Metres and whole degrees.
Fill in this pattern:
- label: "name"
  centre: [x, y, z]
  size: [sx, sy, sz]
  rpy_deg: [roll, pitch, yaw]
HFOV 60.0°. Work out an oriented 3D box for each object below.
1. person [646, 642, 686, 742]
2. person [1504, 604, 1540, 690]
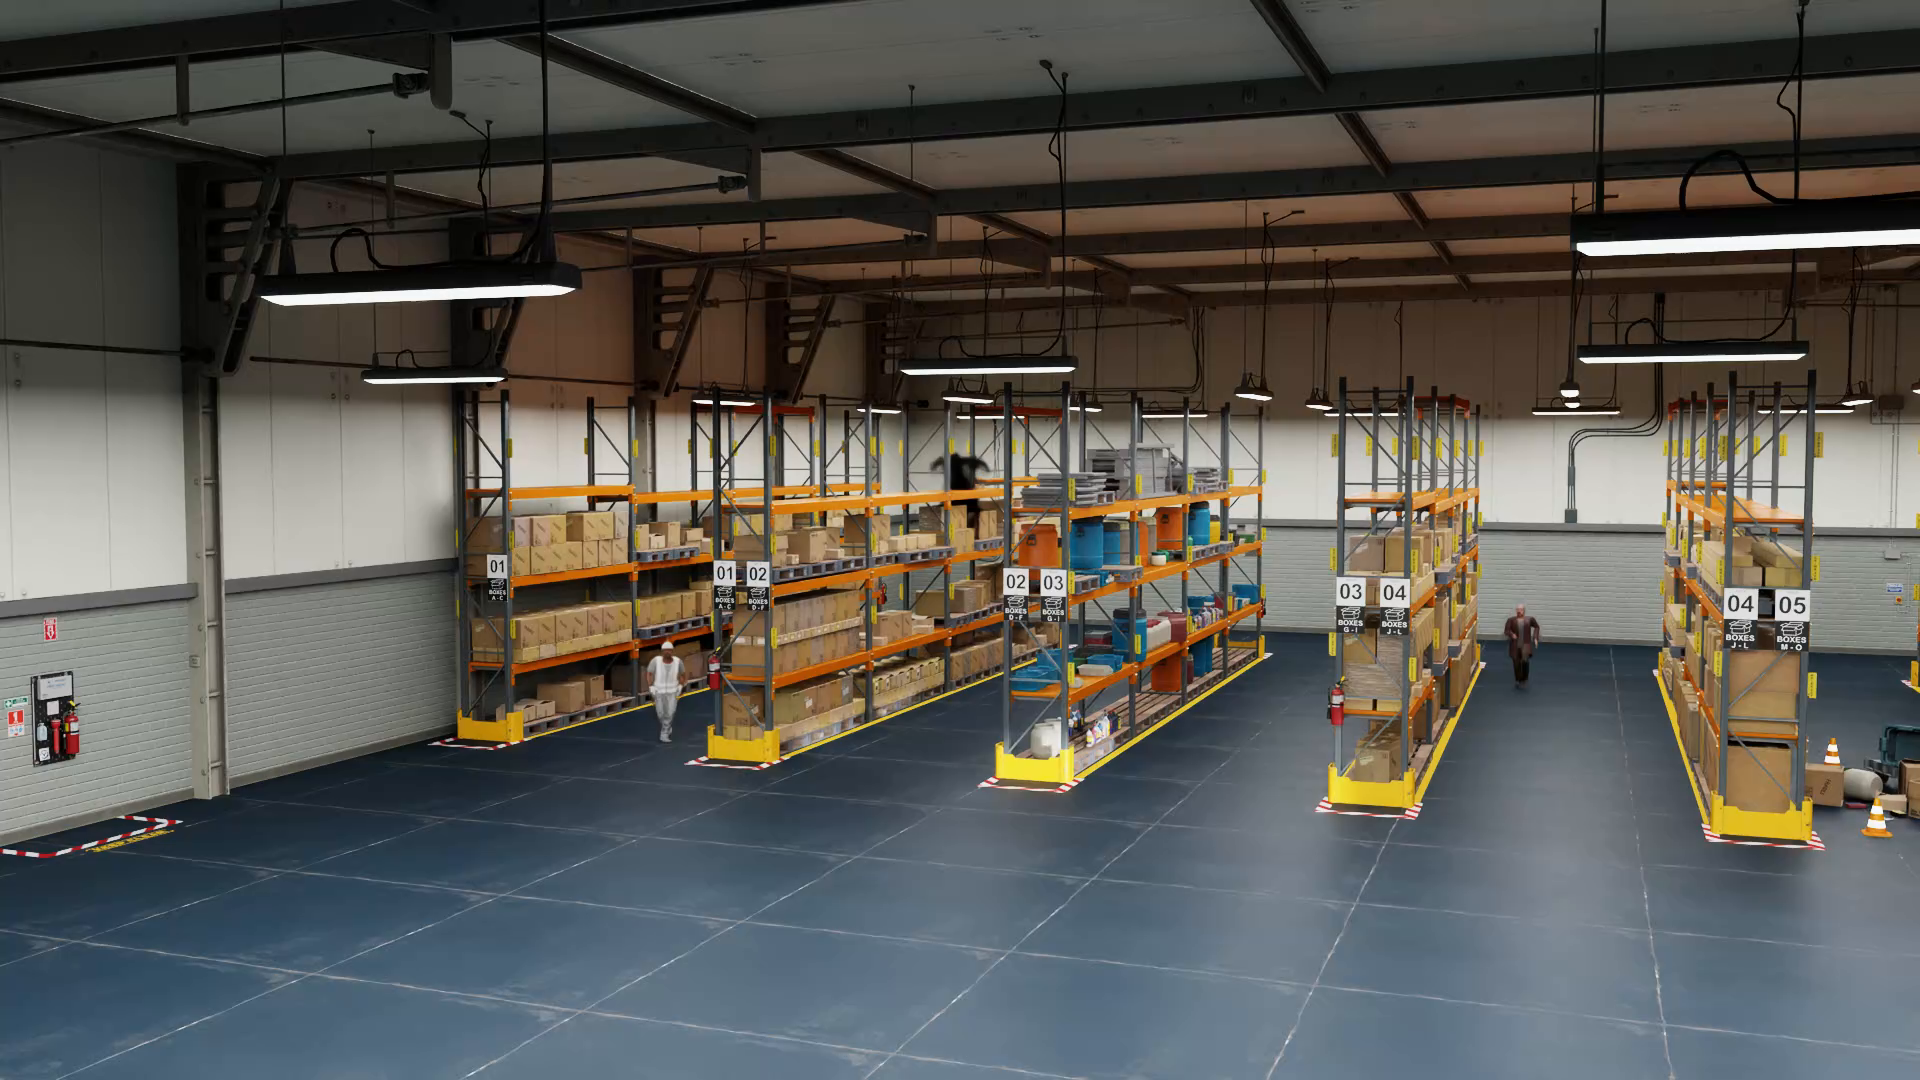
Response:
- label: "person"
  centre: [-5.025, 2.582, 28.430]
  size: [0.681, 1.722, 0.587]
  rpy_deg: [-1, 3, -11]
- label: "person"
  centre: [11.642, 2.222, 34.497]
  size: [0.692, 1.780, 0.842]
  rpy_deg: [1, 3, 21]
